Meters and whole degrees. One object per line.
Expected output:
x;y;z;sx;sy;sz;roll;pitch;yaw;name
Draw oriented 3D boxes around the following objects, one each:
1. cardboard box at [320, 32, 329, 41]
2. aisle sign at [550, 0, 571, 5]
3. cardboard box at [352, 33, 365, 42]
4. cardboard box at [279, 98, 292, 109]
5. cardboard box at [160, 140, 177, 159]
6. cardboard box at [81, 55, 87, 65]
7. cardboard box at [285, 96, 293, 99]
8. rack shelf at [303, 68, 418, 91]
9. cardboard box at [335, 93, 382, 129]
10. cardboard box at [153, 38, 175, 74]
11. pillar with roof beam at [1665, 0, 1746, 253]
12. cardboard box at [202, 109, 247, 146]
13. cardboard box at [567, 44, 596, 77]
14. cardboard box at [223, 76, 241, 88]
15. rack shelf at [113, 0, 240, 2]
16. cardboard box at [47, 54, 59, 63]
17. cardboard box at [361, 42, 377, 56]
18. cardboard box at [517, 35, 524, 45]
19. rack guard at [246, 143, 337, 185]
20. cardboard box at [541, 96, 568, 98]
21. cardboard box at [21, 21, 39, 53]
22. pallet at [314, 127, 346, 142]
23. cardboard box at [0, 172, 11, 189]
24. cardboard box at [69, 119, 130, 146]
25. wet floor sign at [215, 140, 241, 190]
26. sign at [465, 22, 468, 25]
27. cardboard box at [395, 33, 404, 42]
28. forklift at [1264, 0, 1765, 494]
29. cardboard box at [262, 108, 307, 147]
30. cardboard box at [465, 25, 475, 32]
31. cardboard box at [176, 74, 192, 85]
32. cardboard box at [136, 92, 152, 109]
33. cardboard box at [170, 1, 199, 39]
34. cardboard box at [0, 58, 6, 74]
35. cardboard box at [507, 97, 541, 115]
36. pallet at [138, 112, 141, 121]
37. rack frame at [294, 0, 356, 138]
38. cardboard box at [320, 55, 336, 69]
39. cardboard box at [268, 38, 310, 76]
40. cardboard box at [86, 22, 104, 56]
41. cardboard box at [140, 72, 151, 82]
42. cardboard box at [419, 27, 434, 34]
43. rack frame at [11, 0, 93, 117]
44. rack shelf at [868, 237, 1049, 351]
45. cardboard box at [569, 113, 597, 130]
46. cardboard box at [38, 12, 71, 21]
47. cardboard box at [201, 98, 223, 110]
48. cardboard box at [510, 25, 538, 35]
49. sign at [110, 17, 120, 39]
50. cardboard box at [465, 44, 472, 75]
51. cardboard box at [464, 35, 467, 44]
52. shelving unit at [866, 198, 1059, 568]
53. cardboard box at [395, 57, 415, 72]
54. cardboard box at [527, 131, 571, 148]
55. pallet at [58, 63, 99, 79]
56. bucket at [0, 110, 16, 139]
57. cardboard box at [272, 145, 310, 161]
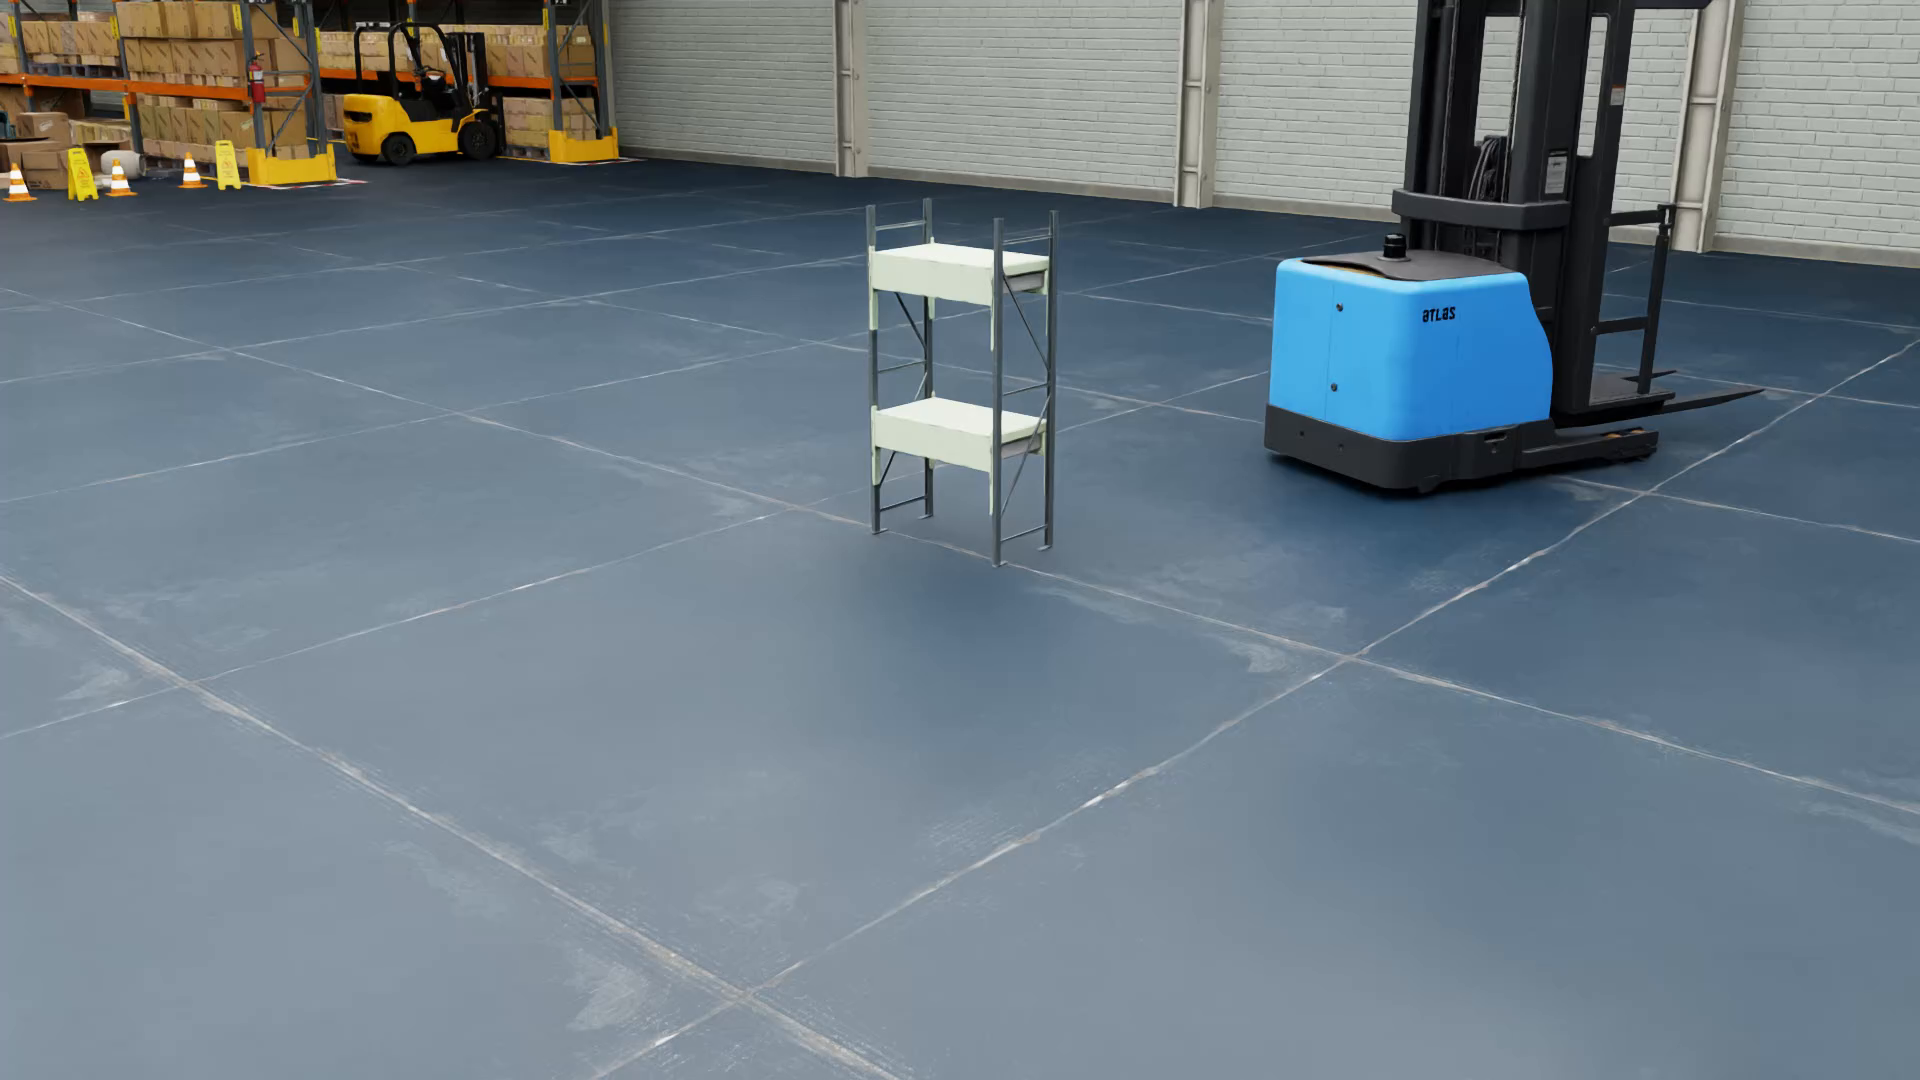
-11.678;-9.383;30.980;0.250;0.149;0.380;16;24;41;cardboard box
-6.293;-8.809;26.111;0.004;0.787;0.394;15;23;39;aisle sign
-10.767;-9.113;30.130;0.250;0.149;0.380;14;23;38;cardboard box
-12.957;-8.403;32.570;0.500;0.500;0.500;15;23;38;cardboard box
-11.762;-5.934;25.202;0.500;0.250;0.500;17;24;42;cardboard box
-13.753;-7.658;26.504;0.250;0.149;0.380;15;23;39;cardboard box
-12.893;-8.663;32.316;0.250;0.149;0.380;14;22;36;cardboard box
-10.635;-8.511;30.660;4.000;0.370;1.077;15;23;39;rack shelf
-11.180;-8.066;31.300;0.625;0.625;0.875;16;24;41;cardboard box
-11.529;-7.167;24.580;0.500;0.500;0.500;15;23;39;cardboard box
4.535;-6.264;12.474;0.400;9.000;9.100;15;23;39;pillar with roof beam
-10.604;-5.978;24.102;0.500;0.500;0.500;16;24;41;cardboard box
-6.334;-7.859;27.252;0.500;0.500;0.500;16;24;41;cardboard box
-10.124;-6.458;23.418;0.250;0.149;0.380;15;23;39;cardboard box
-10.935;-8.014;24.135;4.000;0.370;1.077;15;23;39;rack shelf
-14.748;-7.915;27.315;0.250;0.149;0.380;15;23;40;cardboard box
-10.444;-8.866;30.009;0.500;0.250;0.500;16;23;40;cardboard box
-6.957;-8.123;27.010;0.250;0.149;0.380;16;23;40;cardboard box
-9.496;-5.349;23.641;0.348;0.500;1.175;15;23;39;rack guard
-6.757;-7.254;27.709;0.500;0.250;0.500;15;23;39;cardboard box
-15.240;-8.379;27.702;0.500;0.500;0.500;14;22;38;cardboard box
-11.541;-7.752;31.690;1.213;0.211;1.003;15;23;39;pallet
-13.133;-4.957;22.791;0.396;0.266;0.258;-13;22;-36;cardboard box
-14.450;-6.817;27.784;0.625;0.372;0.950;14;23;38;cardboard box
-10.008;-5.123;22.688;0.267;0.644;0.232;-9;20;-27;wet floor sign
-8.772;-9.029;29.540;0.005;0.325;0.100;15;23;39;sign
-9.747;-8.875;29.381;0.250;0.149;0.380;15;23;38;cardboard box
3.179;-1.927;8.839;3.031;2.935;1.130;-9;20;-27;forklift
-9.877;-6.002;24.176;0.500;0.500;0.500;14;22;37;cardboard box
-8.082;-8.579;27.956;0.250;0.149;0.380;15;23;39;cardboard box
-11.251;-6.770;24.400;0.250;0.149;0.380;15;23;39;cardboard box
-17.720;-9.728;36.738;0.637;0.503;0.797;14;22;37;cardboard box
-10.790;-7.427;23.746;0.500;0.500;0.700;15;23;39;cardboard box
-16.366;-8.202;28.745;0.500;0.250;0.500;16;23;40;cardboard box
-7.085;-7.138;27.344;0.500;0.250;0.500;16;23;40;cardboard box
-17.461;-9.357;36.748;1.213;0.211;1.003;15;23;39;pallet
-12.131;-9.256;31.817;0.127;3.000;1.000;15;23;39;rack frame
-11.588;-8.938;31.063;0.500;0.250;0.500;14;23;38;cardboard box
-9.610;-6.873;23.652;0.500;0.500;0.500;15;23;38;cardboard box
-13.301;-7.858;26.063;0.500;0.500;0.500;15;23;40;cardboard box
-12.185;-7.034;25.232;0.250;0.149;0.380;16;24;41;cardboard box
-9.098;-8.820;28.715;0.250;0.149;0.380;16;23;40;cardboard box
-15.423;-8.132;28.276;0.127;3.000;1.000;15;23;39;rack frame
0.005;-1.085;7.263;0.720;0.370;0.431;15;23;39;rack shelf
-6.361;-6.918;27.478;0.500;0.250;0.500;16;23;40;cardboard box
-15.630;-8.810;28.596;0.500;0.500;0.500;14;22;37;cardboard box
-10.717;-6.293;24.022;0.250;0.149;0.380;16;23;40;cardboard box
-7.111;-8.328;27.164;0.250;0.149;0.380;15;23;40;cardboard box
-12.797;-7.754;25.172;0.005;0.325;0.100;15;23;39;sign
-8.201;-8.150;28.167;0.500;0.500;0.500;15;23;39;cardboard box
-8.137;-8.422;27.953;0.250;0.149;0.380;14;22;38;cardboard box
0.005;-0.714;7.381;0.755;1.500;0.431;15;23;39;shelving unit
-9.690;-8.423;29.441;0.500;0.250;0.500;16;23;40;cardboard box
-6.709;-6.562;27.180;0.500;0.250;0.500;15;23;40;cardboard box
-13.915;-7.652;27.082;1.213;0.211;1.003;15;23;39;pallet
-14.009;-5.847;23.975;0.726;0.611;0.620;-9;10;-27;bucket
-9.859;-5.640;24.274;0.500;0.250;0.500;15;23;39;cardboard box
